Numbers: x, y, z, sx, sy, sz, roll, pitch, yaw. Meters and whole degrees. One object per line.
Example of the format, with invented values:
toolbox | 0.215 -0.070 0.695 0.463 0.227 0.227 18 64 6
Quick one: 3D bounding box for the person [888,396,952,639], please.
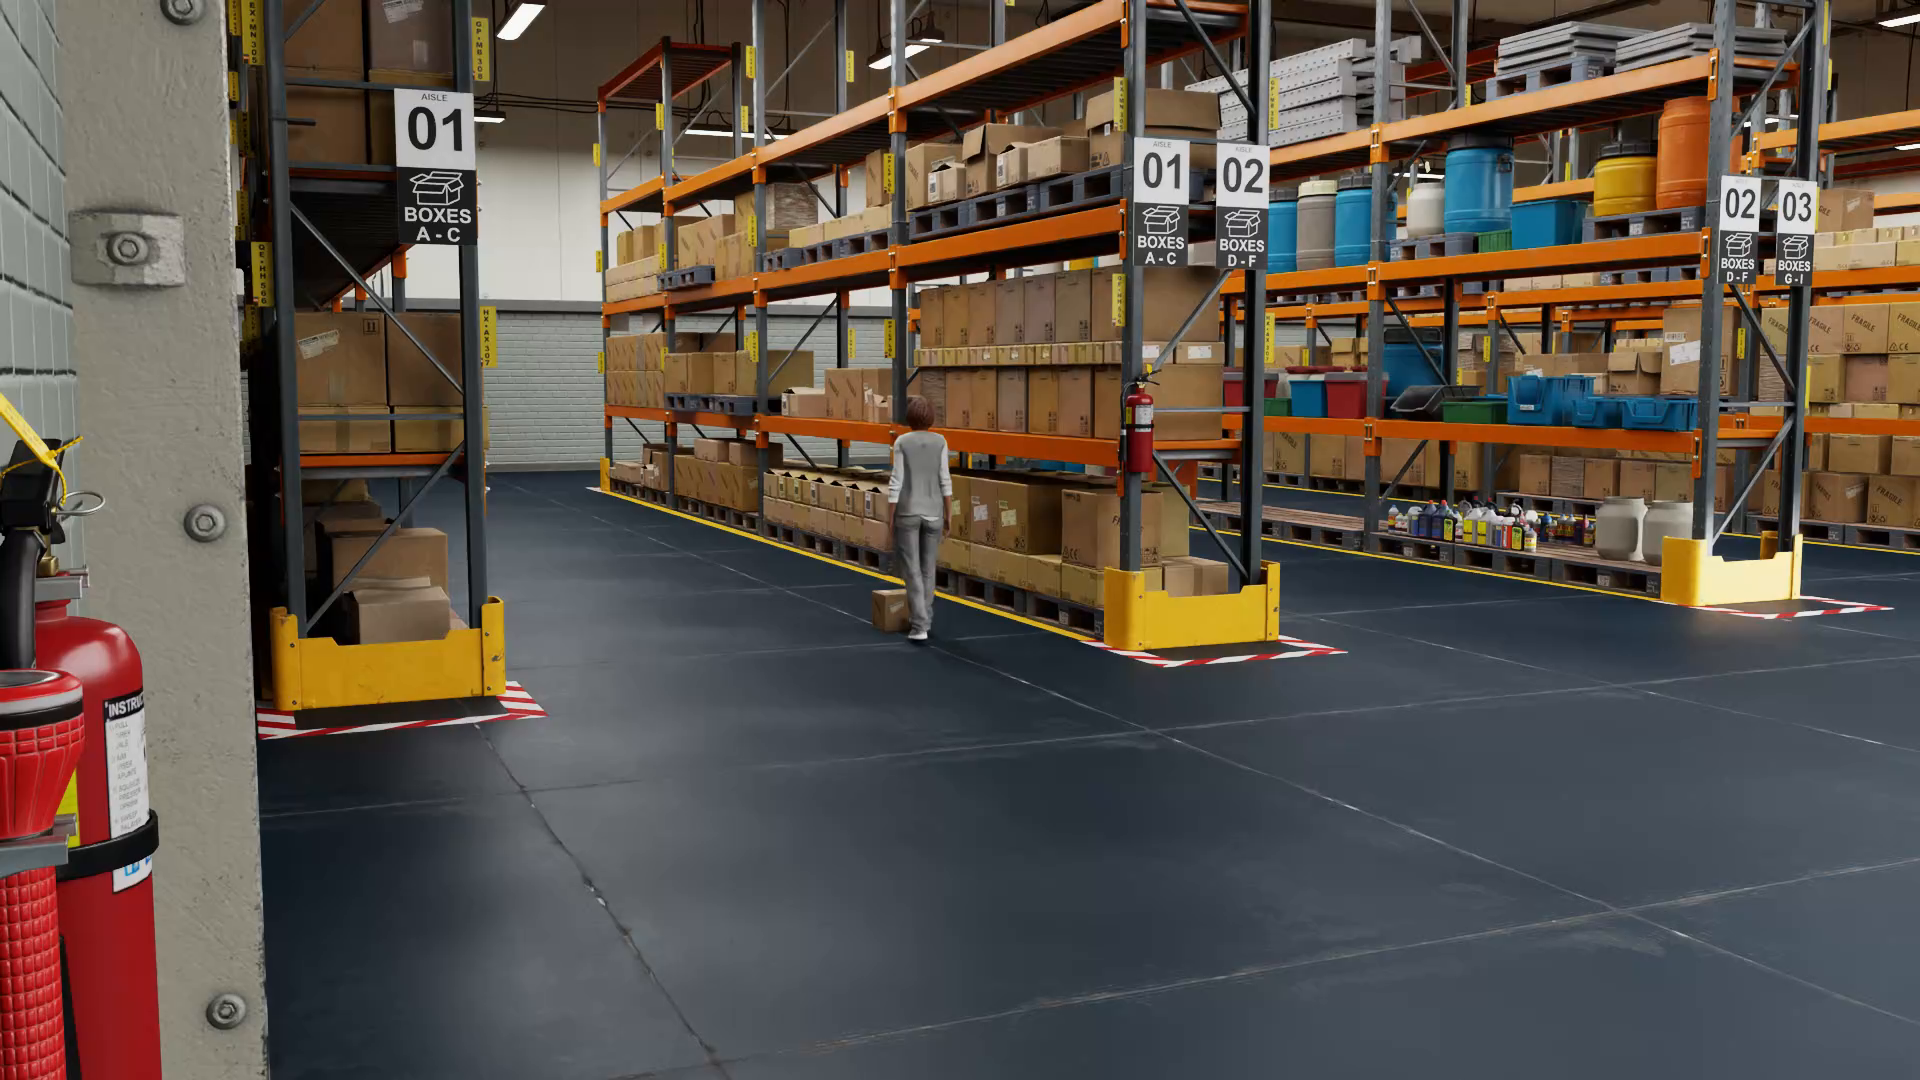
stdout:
person | -0.298 -0.154 10.966 0.427 1.588 0.657 -2 6 -18
